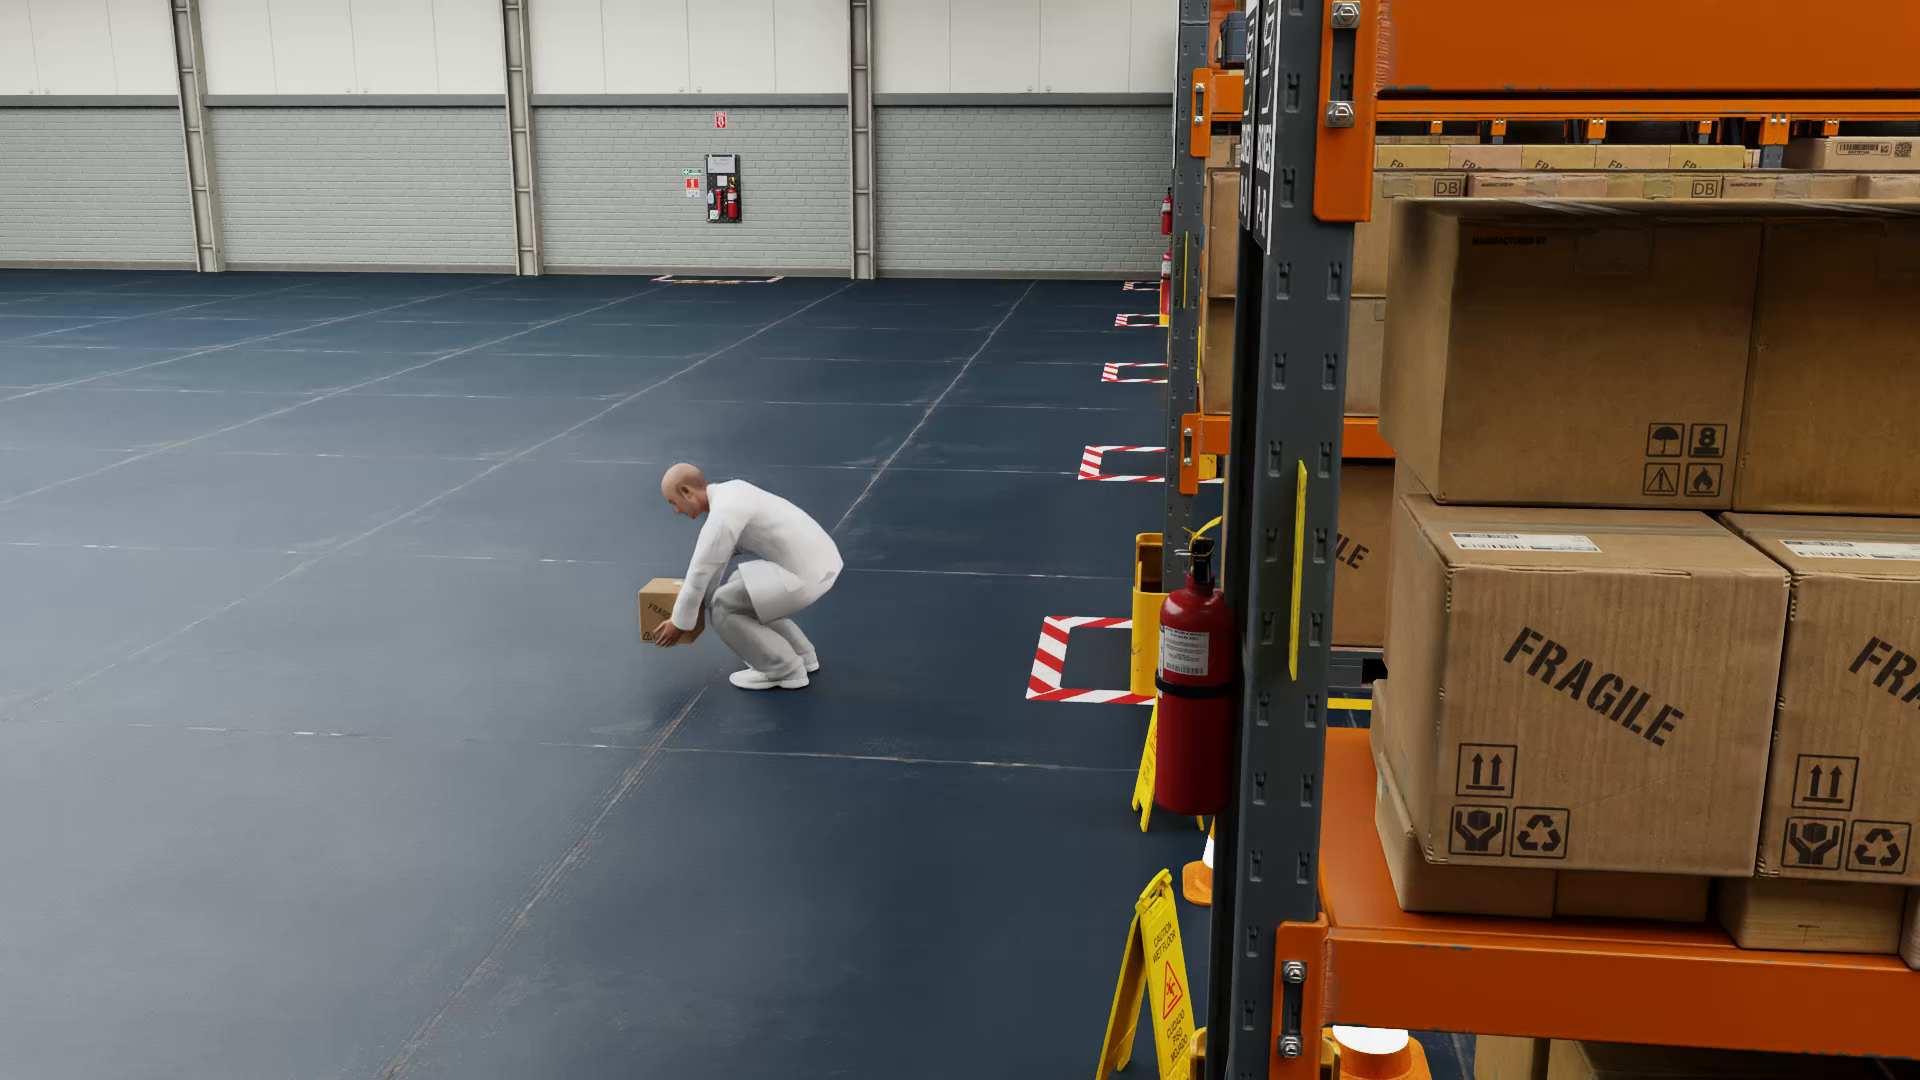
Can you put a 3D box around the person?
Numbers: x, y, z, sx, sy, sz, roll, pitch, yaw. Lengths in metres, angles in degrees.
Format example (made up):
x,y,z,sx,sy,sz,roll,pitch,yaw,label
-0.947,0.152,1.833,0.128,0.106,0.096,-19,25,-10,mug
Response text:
x,y,z,sx,sy,sz,roll,pitch,yaw,label
-1.002,0.154,7.893,0.888,1.063,0.613,2,14,6,person
